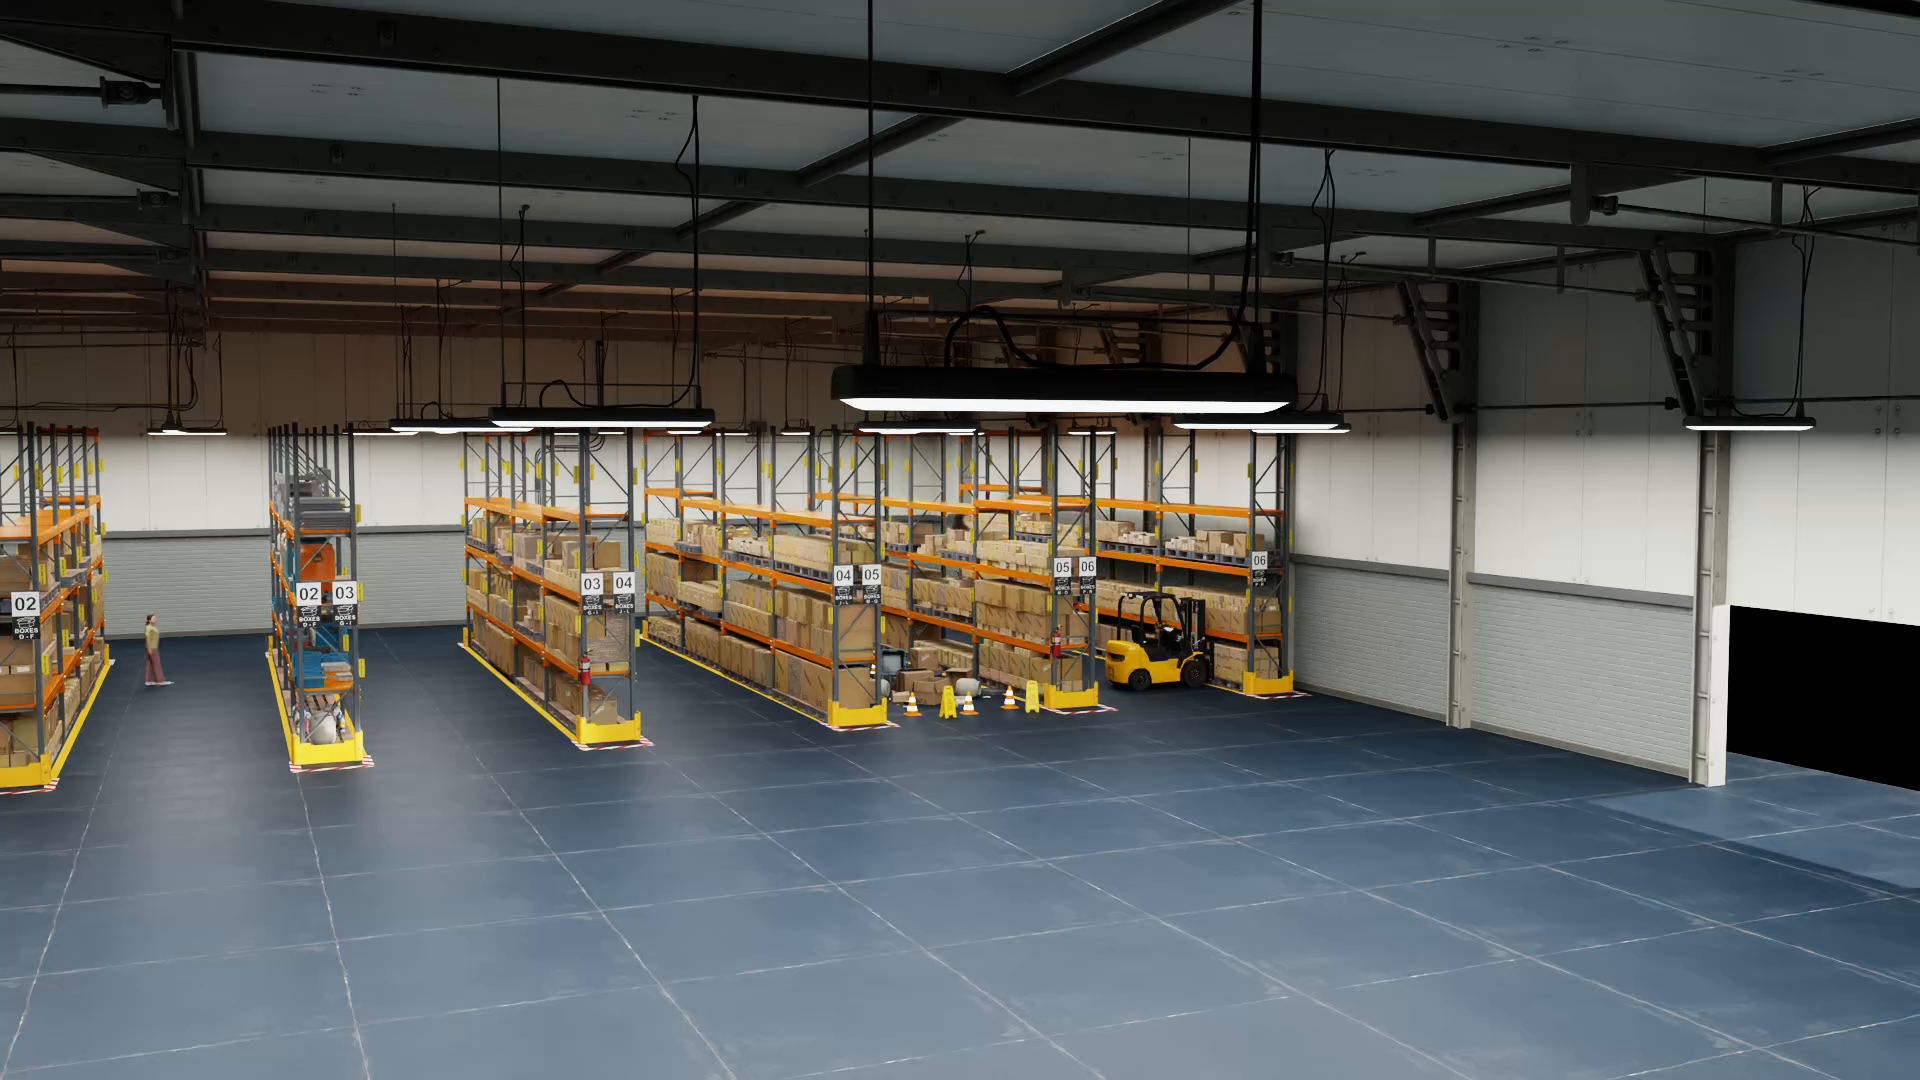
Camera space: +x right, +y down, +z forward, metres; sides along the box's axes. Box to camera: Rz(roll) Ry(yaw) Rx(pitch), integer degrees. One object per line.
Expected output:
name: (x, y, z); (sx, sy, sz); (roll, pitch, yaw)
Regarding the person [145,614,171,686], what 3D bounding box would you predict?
person: (-18.610, 2.533, 38.549); (0.549, 1.668, 0.479); (-2, 4, -26)
